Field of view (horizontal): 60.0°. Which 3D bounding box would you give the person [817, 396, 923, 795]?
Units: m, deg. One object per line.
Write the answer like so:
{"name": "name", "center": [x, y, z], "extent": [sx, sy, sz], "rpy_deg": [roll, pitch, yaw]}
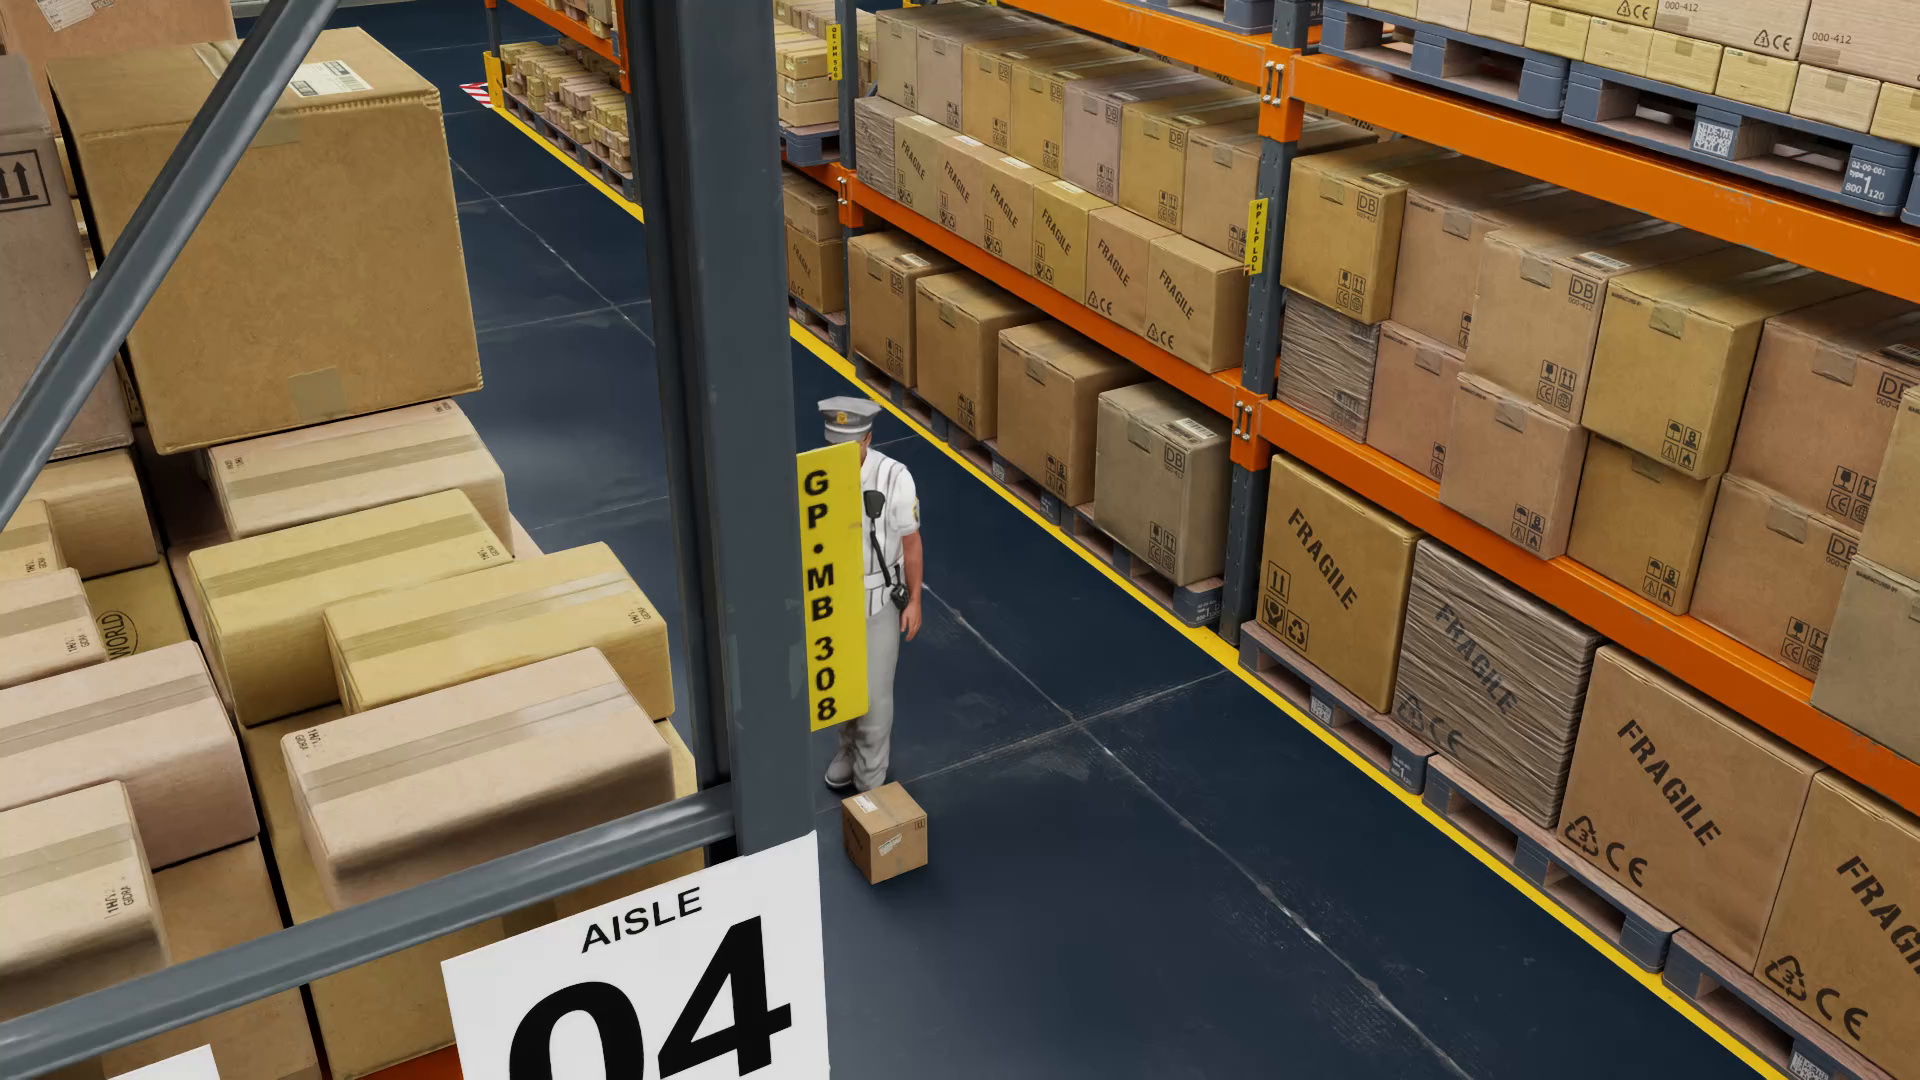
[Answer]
{"name": "person", "center": [-0.469, 0.290, 6.588], "extent": [0.551, 1.766, 0.594], "rpy_deg": [9, 30, 16]}
